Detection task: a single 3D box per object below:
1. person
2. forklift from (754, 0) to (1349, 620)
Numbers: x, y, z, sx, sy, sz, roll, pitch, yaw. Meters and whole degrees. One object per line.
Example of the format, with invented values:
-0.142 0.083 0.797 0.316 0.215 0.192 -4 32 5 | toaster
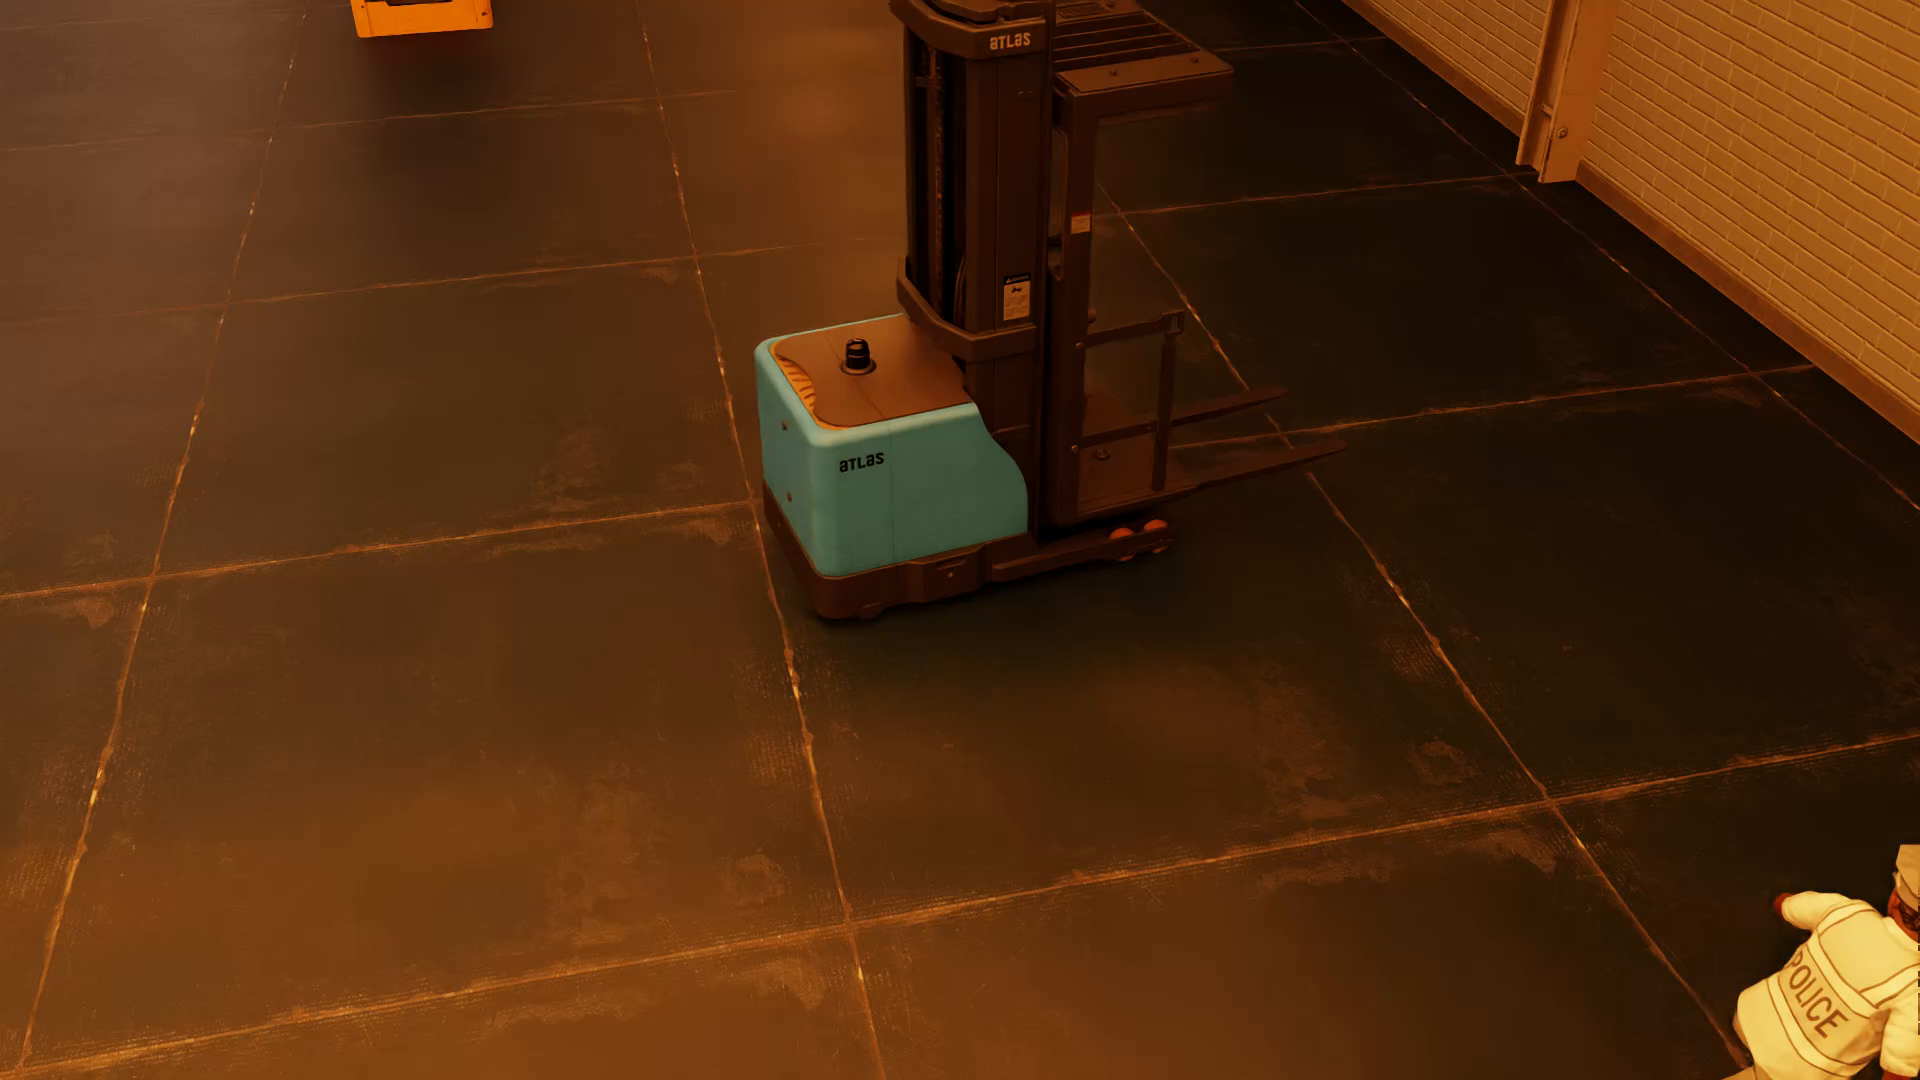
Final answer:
2.665 1.614 5.099 0.505 1.531 0.908 -1 36 -1 | person
0.553 -1.355 7.933 3.031 2.935 1.130 -14 38 -18 | forklift
